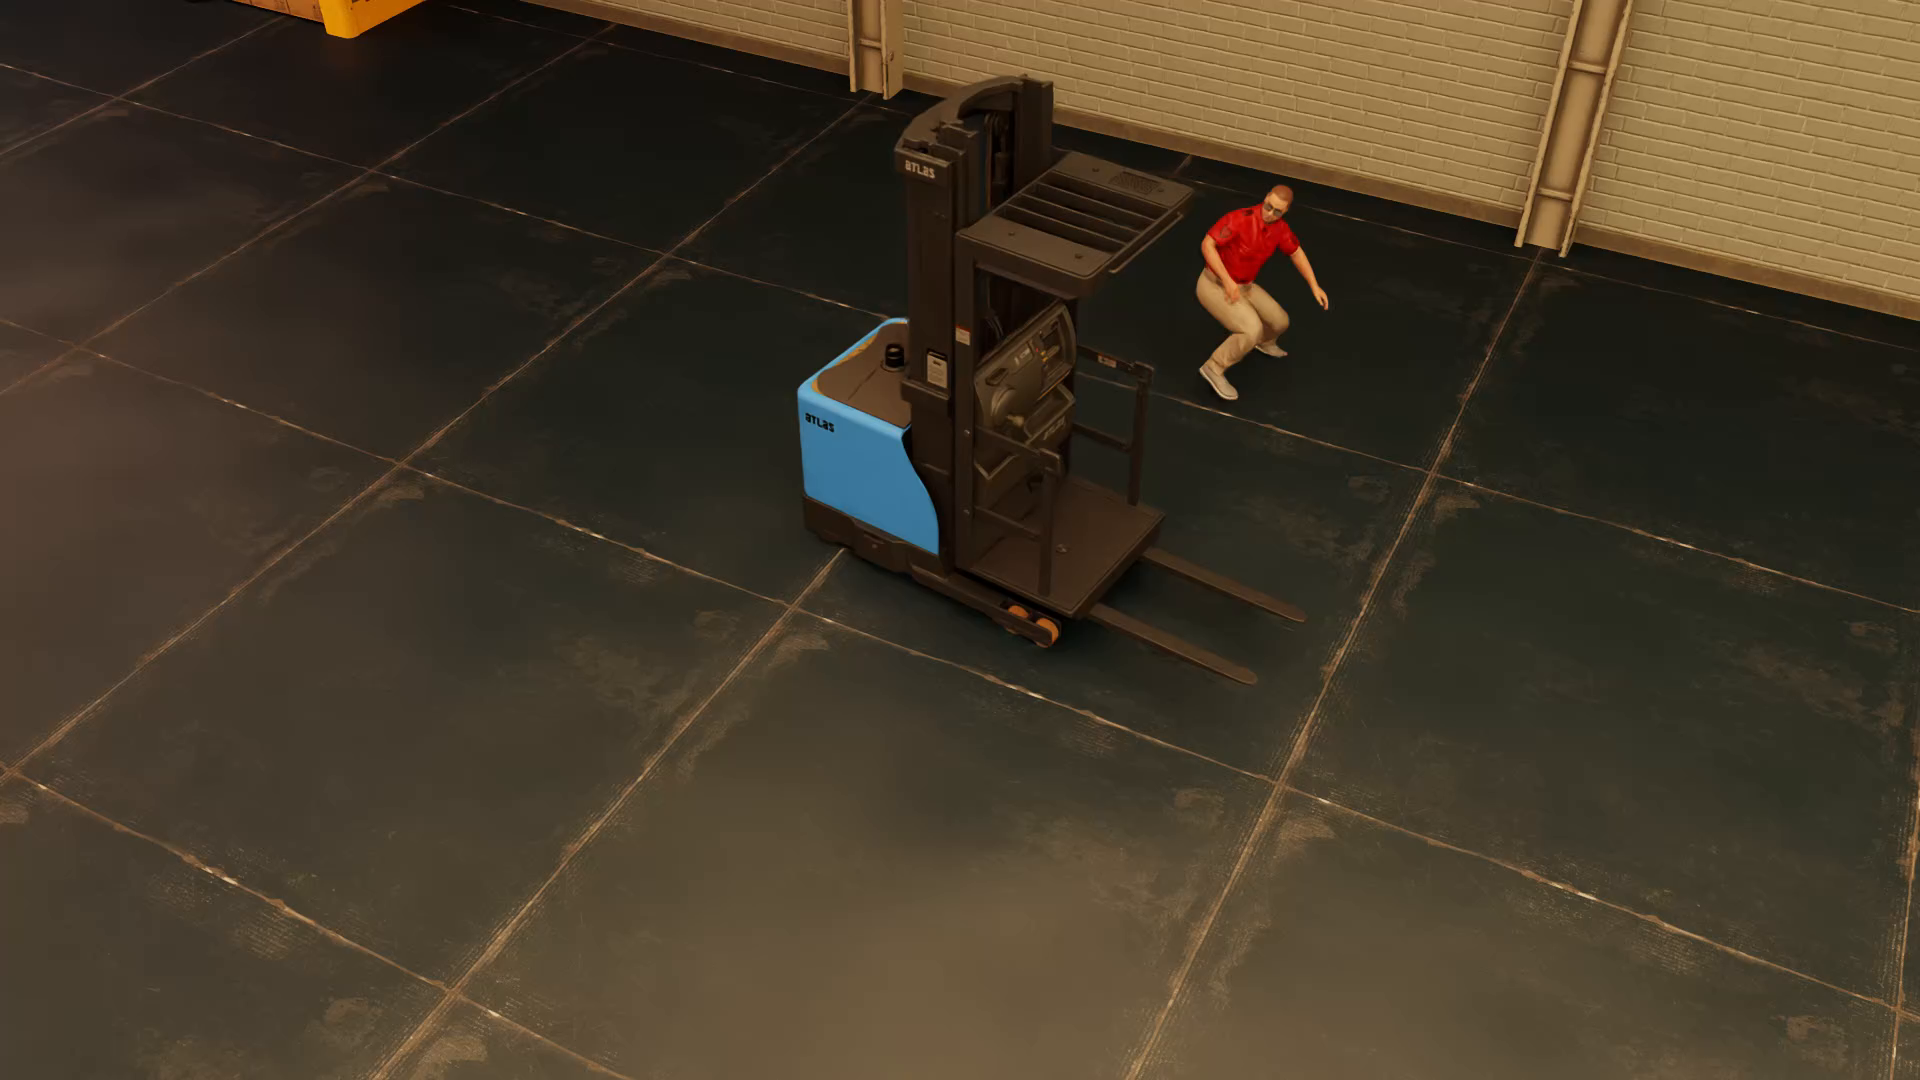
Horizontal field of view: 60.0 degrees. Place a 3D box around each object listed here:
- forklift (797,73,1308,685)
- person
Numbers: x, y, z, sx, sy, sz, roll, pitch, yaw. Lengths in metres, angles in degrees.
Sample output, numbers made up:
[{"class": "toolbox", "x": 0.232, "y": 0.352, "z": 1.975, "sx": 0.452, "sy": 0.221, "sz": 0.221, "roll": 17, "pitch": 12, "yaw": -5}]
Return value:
[{"class": "forklift", "x": 0.534, "y": -0.898, "z": 9.053, "sx": 3.031, "sy": 2.935, "sz": 1.130, "roll": 24, "pitch": 46, "yaw": 26}, {"class": "person", "x": 2.006, "y": -1.691, "z": 11.177, "sx": 0.902, "sy": 1.520, "sz": 0.704, "roll": -32, "pitch": 50, "yaw": -32}]
